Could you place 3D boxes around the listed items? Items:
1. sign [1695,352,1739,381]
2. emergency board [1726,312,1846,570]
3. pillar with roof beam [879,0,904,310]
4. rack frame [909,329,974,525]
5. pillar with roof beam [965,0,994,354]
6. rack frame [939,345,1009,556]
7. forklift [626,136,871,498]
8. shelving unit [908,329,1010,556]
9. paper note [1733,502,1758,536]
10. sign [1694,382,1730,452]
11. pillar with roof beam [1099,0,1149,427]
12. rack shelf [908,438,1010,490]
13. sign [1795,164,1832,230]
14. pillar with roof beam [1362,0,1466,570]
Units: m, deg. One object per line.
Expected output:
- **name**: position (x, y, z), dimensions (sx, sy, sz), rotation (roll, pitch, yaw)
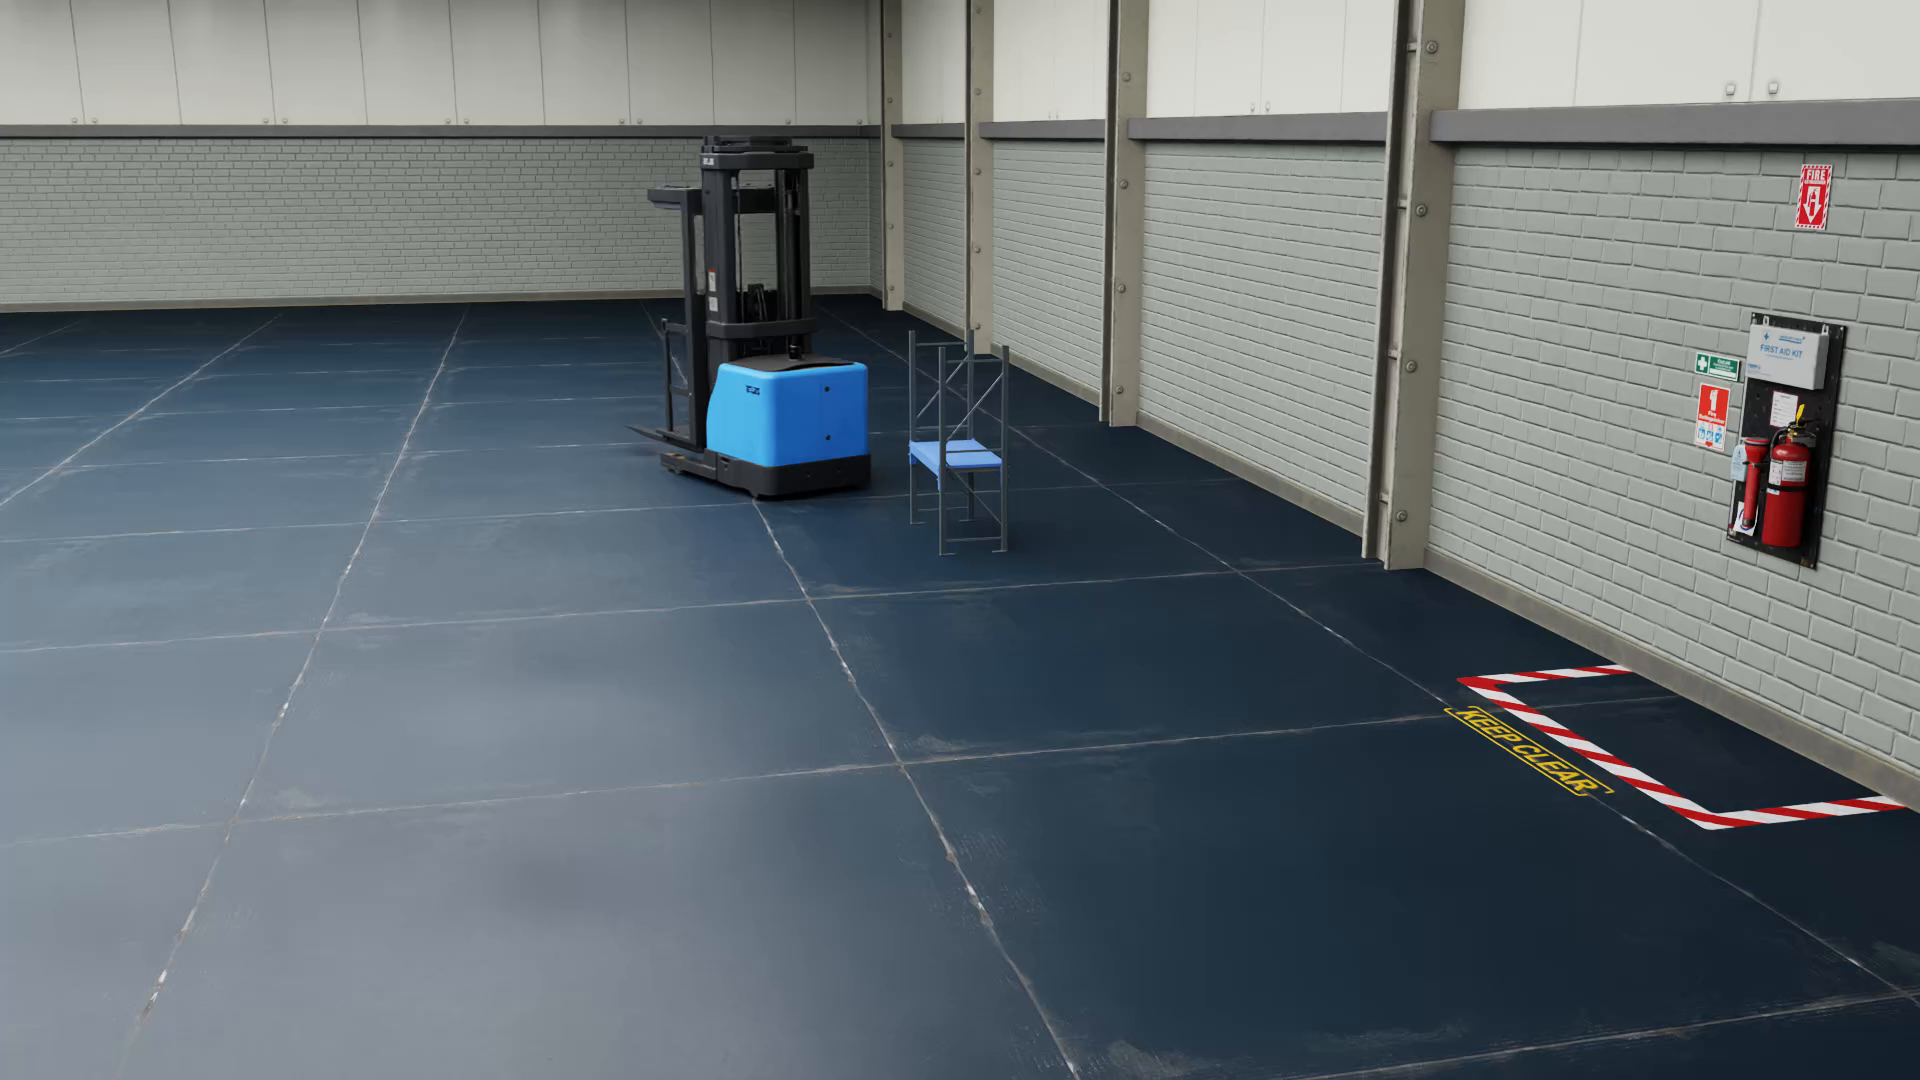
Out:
- **sign**: position (3.907, -0.897, 8.587), dimensions (0.001, 0.109, 0.331), rotation (-3, 14, -13)
- **emergency board**: position (3.944, -0.491, 8.115), dimensions (0.194, 1.169, 0.643), rotation (-3, 14, -13)
- **pillar with roof beam**: position (-5.334, -8.129, 26.741), dimensions (9.100, 9.000, 0.400), rotation (-3, 14, -13)
- **rack frame**: position (-0.139, -0.866, 12.810), dimensions (0.500, 1.500, 0.032), rotation (-3, 14, -13)
- **pillar with roof beam**: position (-3.925, -6.745, 21.075), dimensions (9.100, 9.000, 0.400), rotation (-3, 14, -13)
- **rack frame**: position (0.099, -0.631, 11.850), dimensions (0.500, 1.500, 0.032), rotation (-3, 14, -13)
- **forklift**: position (-2.041, -2.068, 14.717), dimensions (1.130, 2.935, 3.031), rotation (-10, 17, -35)
- **shelving unit**: position (-0.020, -0.748, 12.330), dimensions (0.538, 1.500, 1.048), rotation (-3, 14, -13)
- **paper note**: position (3.970, -0.107, 8.403), dimensions (0.016, 0.148, 0.142), rotation (-3, 14, -13)
- **sign**: position (3.914, -0.641, 8.657), dimensions (0.001, 0.329, 0.234), rotation (-3, 14, -13)
- **pillar with roof beam**: position (-2.516, -5.361, 15.410), dimensions (9.100, 9.000, 0.400), rotation (-3, 14, -13)
- **rack shelf**: position (-0.020, -0.574, 12.372), dimensions (0.538, 0.185, 1.000), rotation (-3, 14, -13)
- **sign**: position (4.039, -1.624, 7.870), dimensions (0.001, 0.298, 0.199), rotation (-3, 14, -13)
- **pillar with roof beam**: position (-1.106, -3.977, 9.744), dimensions (9.100, 9.000, 0.400), rotation (-3, 14, -13)
